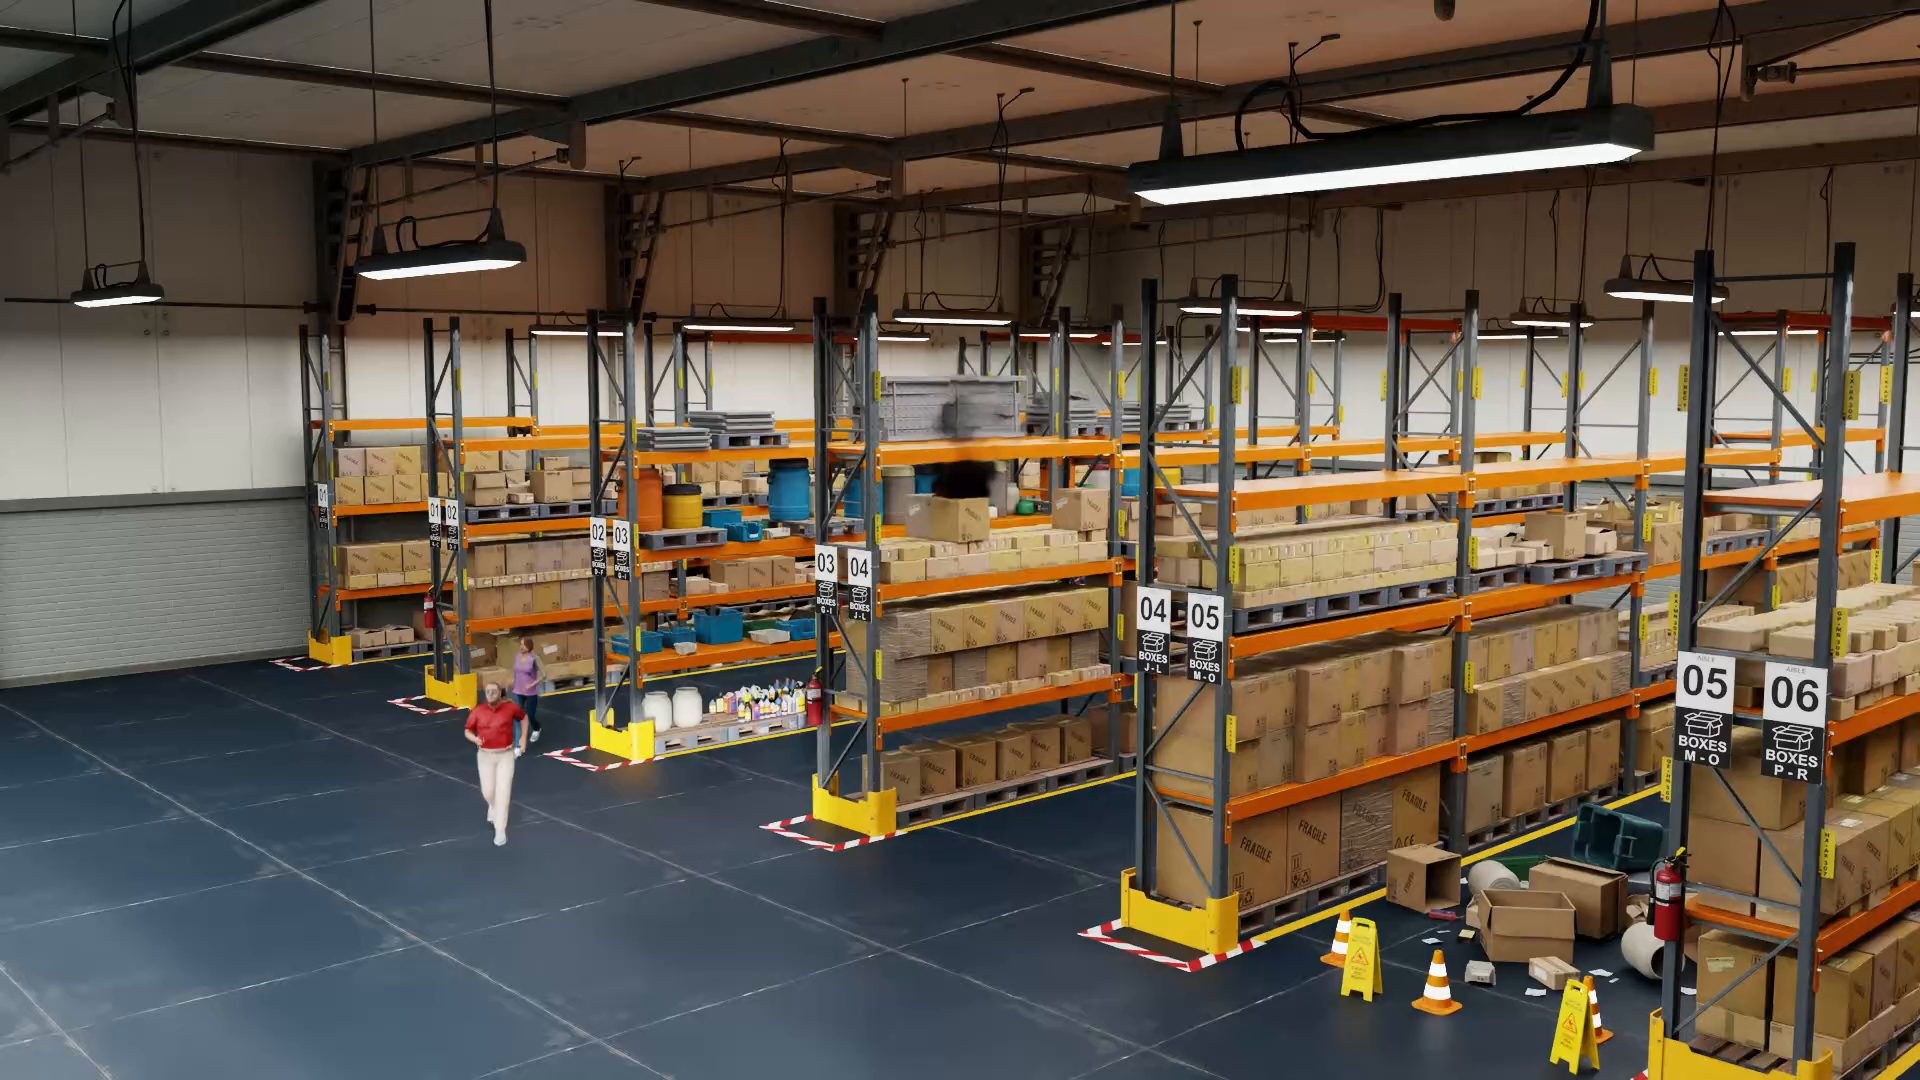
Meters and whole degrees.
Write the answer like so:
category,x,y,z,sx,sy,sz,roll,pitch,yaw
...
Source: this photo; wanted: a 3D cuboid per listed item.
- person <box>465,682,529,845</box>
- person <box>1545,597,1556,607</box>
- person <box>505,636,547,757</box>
category,x,y,z,sx,sy,sz,roll,pitch,yaw
person,-5.168,2.438,18.541,0.674,1.708,1.032,-1,6,-9
person,9.320,1.703,26.371,0.588,1.714,0.714,5,8,43
person,-5.888,2.111,22.664,0.571,1.604,0.775,1,6,8
